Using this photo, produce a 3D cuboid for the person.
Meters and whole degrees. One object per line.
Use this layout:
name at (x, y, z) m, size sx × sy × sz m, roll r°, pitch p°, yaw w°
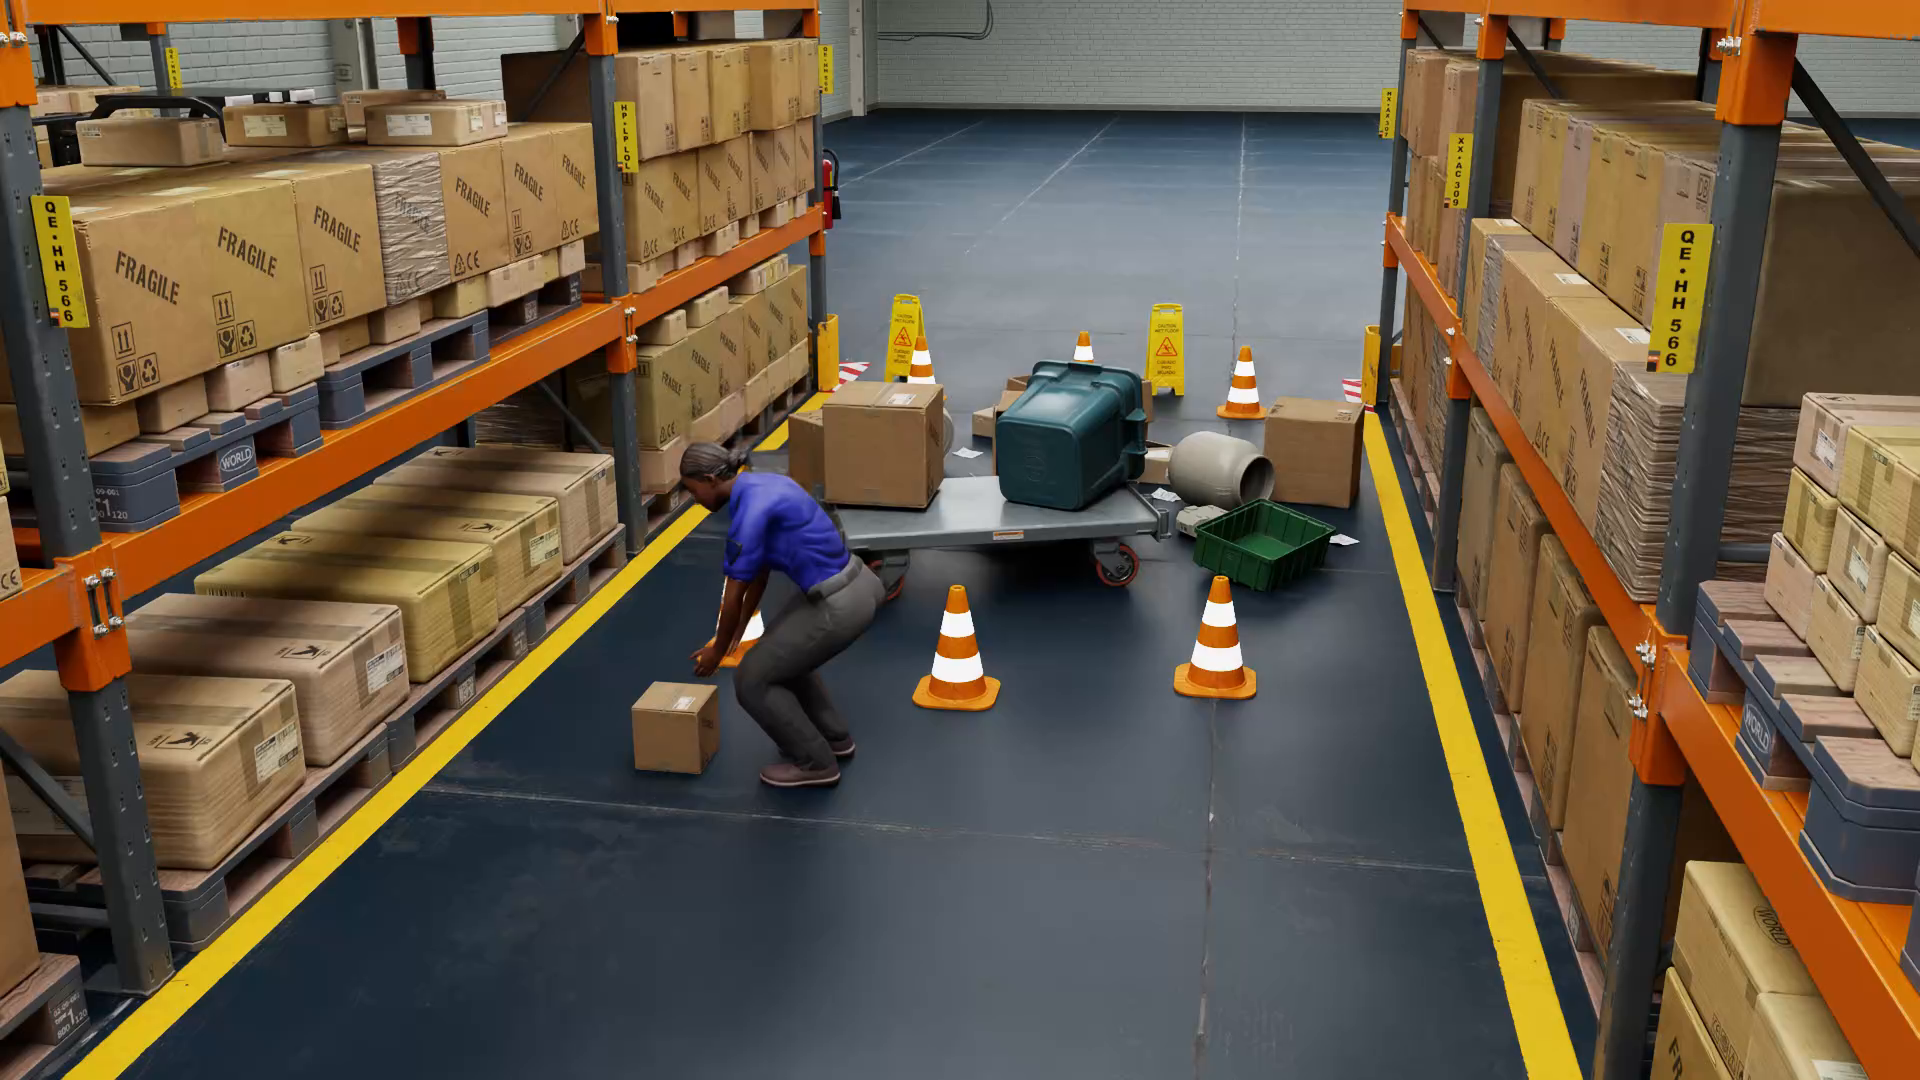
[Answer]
person at (-0.631, 0.260, 5.938) m, size 0.698 × 1.248 × 0.500 m, roll 3°, pitch 18°, yaw 9°
